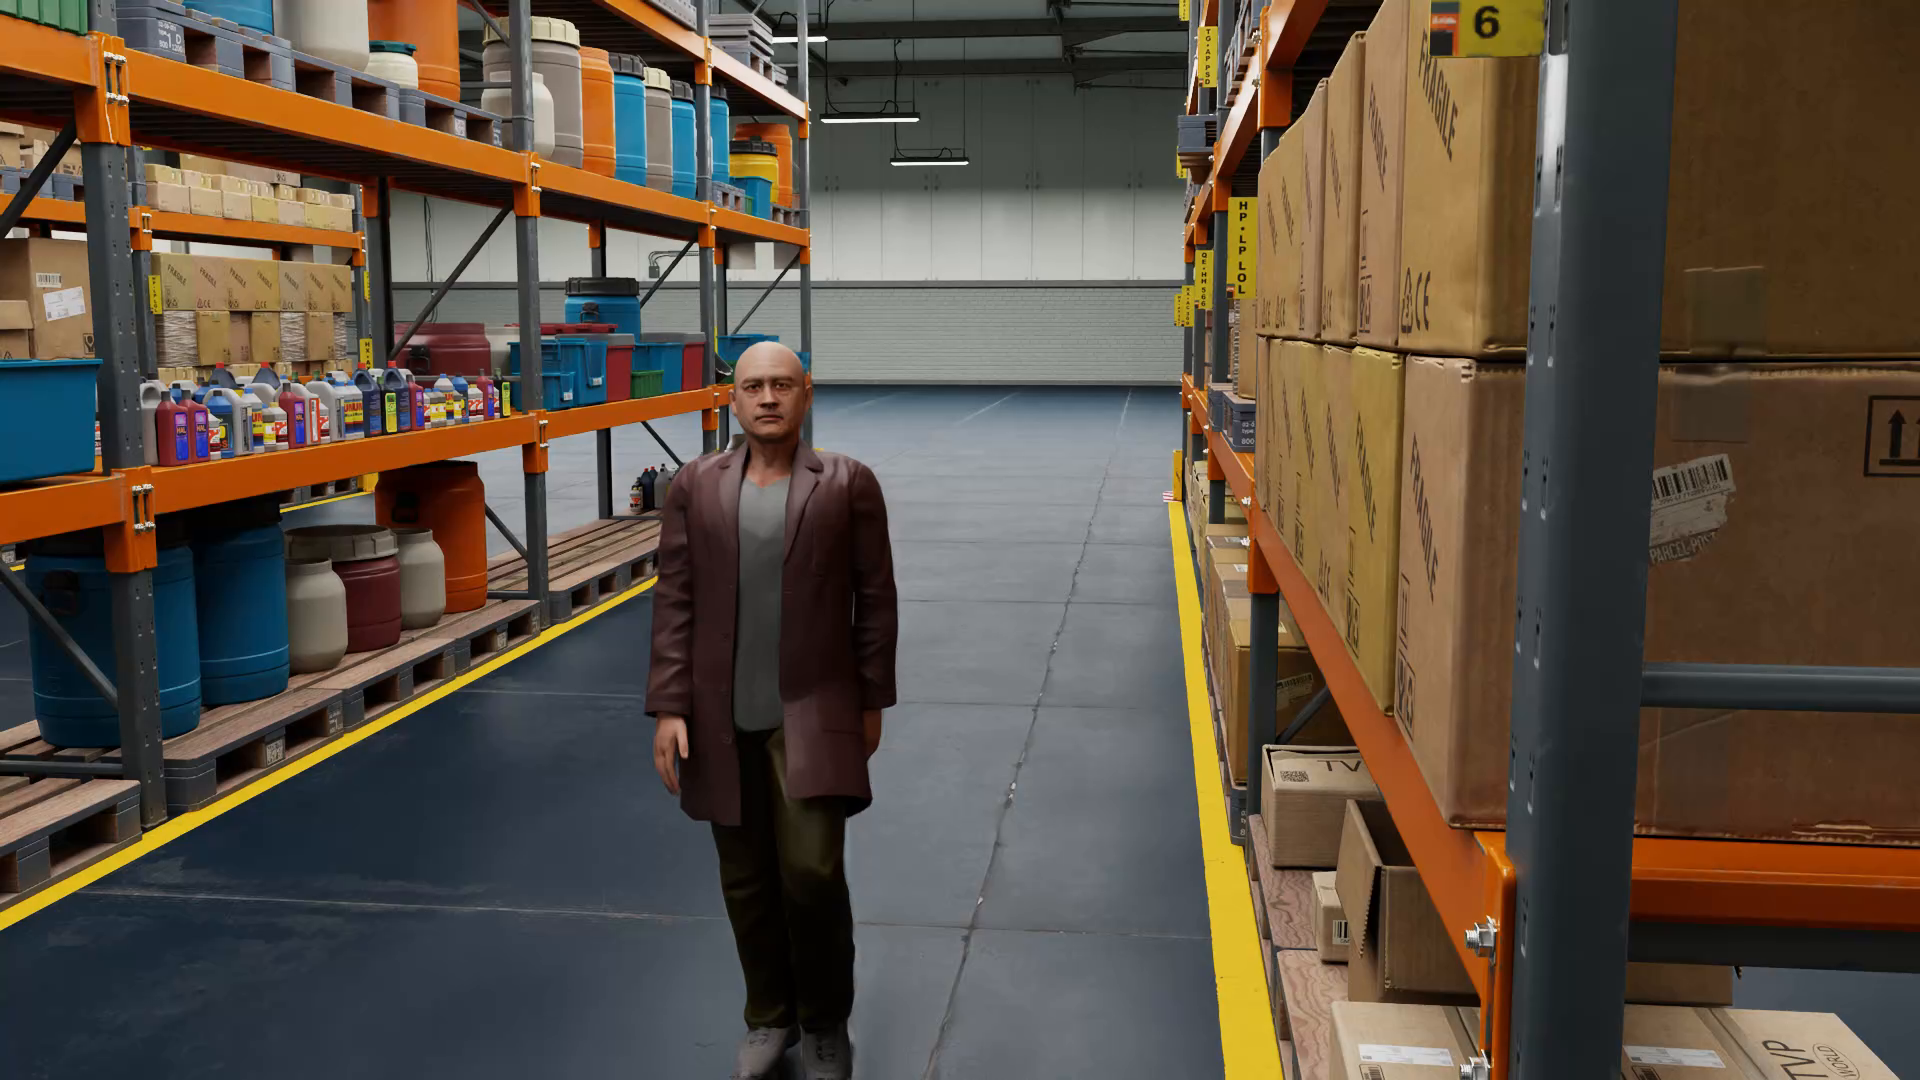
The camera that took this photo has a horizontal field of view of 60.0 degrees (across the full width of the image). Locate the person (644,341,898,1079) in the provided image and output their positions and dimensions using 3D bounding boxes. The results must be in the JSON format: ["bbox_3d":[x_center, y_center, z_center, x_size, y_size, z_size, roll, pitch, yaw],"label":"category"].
[{"bbox_3d":[-0.450,0.442,3.916,0.564,1.807,0.504,1,7,8],"label":"person"}]
